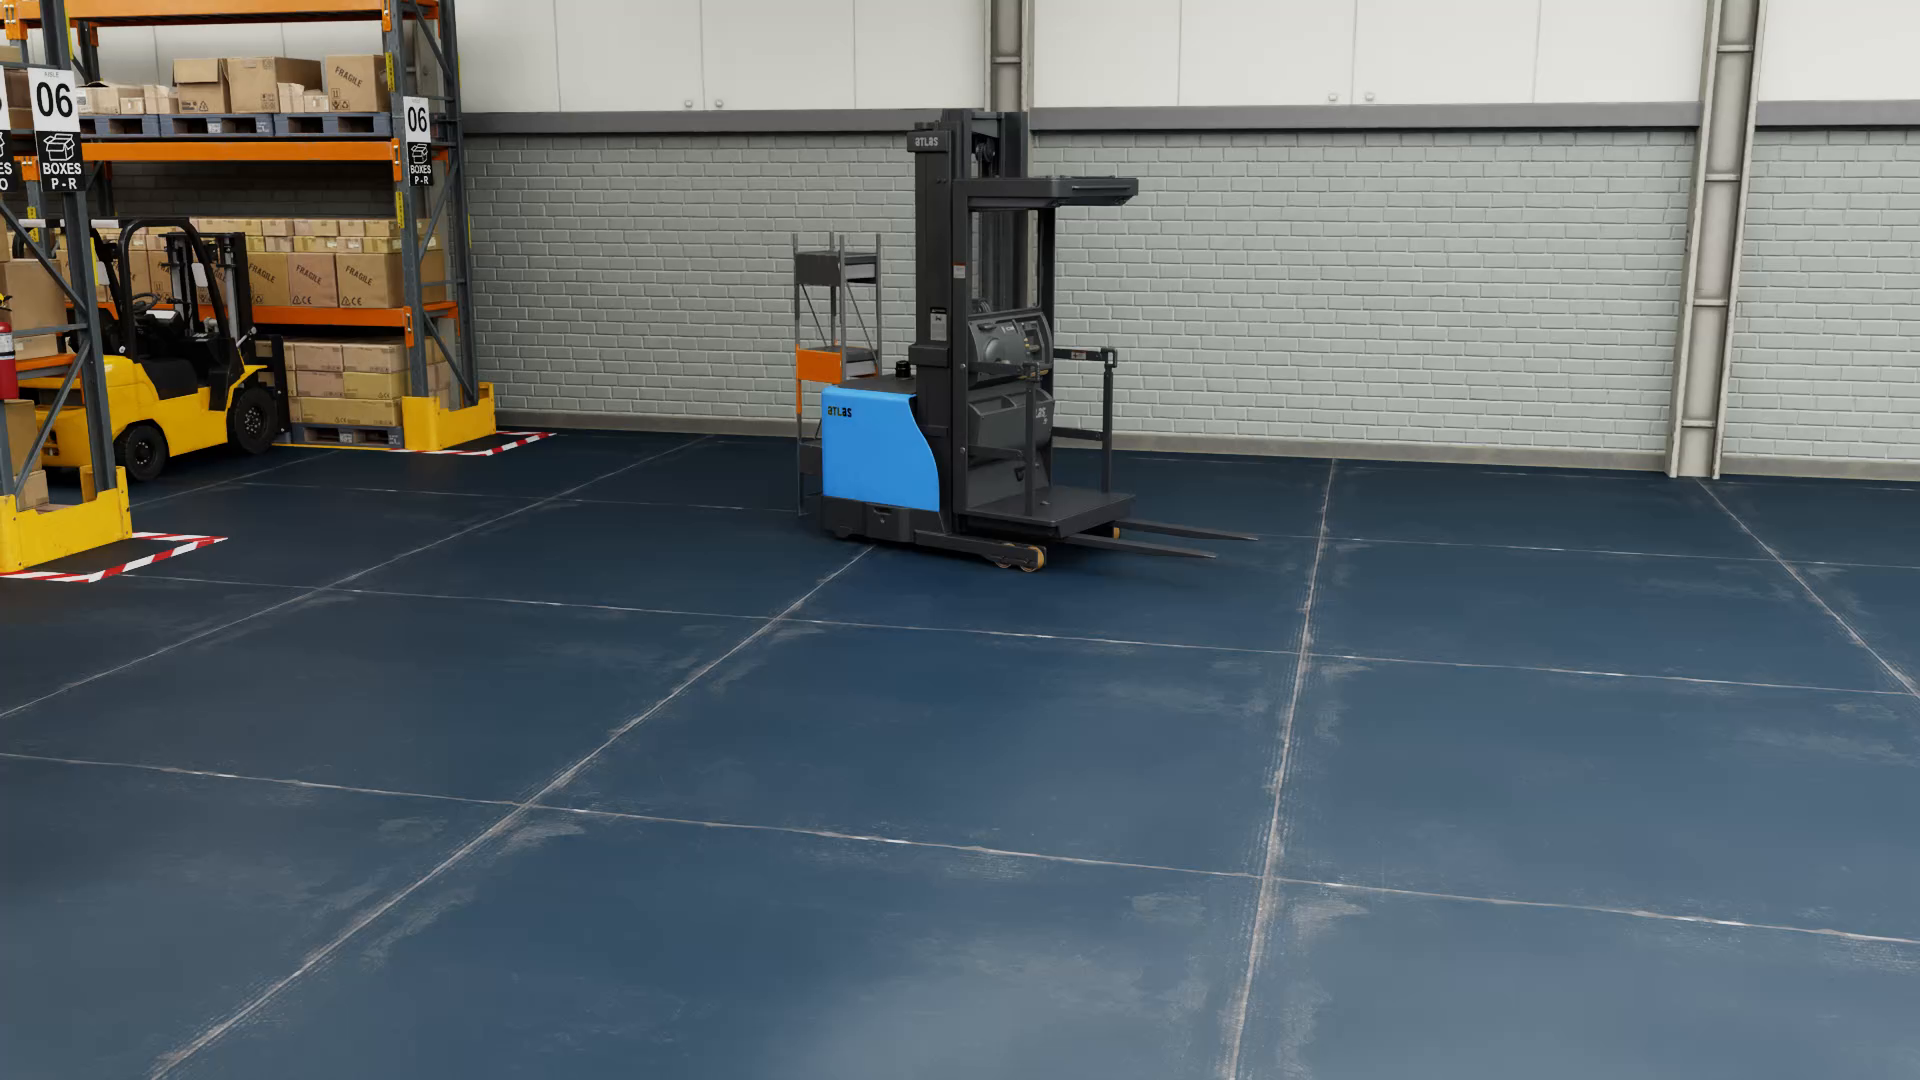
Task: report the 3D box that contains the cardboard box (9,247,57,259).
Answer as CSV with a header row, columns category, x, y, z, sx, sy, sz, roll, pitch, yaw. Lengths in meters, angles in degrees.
category,x,y,z,sx,sy,sz,roll,pitch,yaw
cardboard box,-9.344,-2.770,16.487,0.500,0.250,0.500,3,13,12

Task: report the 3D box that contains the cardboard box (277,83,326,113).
category,x,y,z,sx,sy,sz,roll,pitch,yaw
cardboard box,-6.046,-4.065,15.316,0.258,0.266,0.396,3,13,14

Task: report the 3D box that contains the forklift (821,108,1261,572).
category,x,y,z,sx,sy,sz,roll,pitch,yaw
forklift,0.516,-1.353,11.067,3.031,2.935,1.130,9,15,34

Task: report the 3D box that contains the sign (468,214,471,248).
category,x,y,z,sx,sy,sz,roll,pitch,yaw
sign,-4.784,-2.998,16.139,0.005,0.325,0.100,3,13,14

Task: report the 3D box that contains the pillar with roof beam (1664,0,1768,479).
category,x,y,z,sx,sy,sz,roll,pitch,yaw
pillar with roof beam,5.236,-4.047,9.197,0.400,9.000,9.100,3,13,14

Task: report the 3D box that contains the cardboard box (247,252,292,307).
category,x,y,z,sx,sy,sz,roll,pitch,yaw
cardboard box,-6.462,-2.495,15.822,0.500,0.500,0.500,3,13,12

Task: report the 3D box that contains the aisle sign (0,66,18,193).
category,x,y,z,sx,sy,sz,roll,pitch,yaw
aisle sign,-6.118,-2.581,10.441,0.004,0.787,0.394,3,13,14

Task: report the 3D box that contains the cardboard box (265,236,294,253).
category,x,y,z,sx,sy,sz,roll,pitch,yaw
cardboard box,-6.327,-2.797,15.688,0.250,0.149,0.380,3,13,12

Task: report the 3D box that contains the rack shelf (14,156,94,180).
category,x,y,z,sx,sy,sz,roll,pitch,yaw
rack shelf,-10.748,-3.845,16.874,4.000,0.370,1.077,3,13,14

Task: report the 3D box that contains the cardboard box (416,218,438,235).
category,x,y,z,sx,sy,sz,roll,pitch,yaw
cardboard box,-5.197,-2.993,15.885,0.250,0.149,0.380,3,13,12

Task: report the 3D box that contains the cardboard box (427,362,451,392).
category,x,y,z,sx,sy,sz,roll,pitch,yaw
cardboard box,-5.329,-1.595,16.222,0.500,0.250,0.500,3,13,15

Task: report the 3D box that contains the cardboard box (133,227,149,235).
category,x,y,z,sx,sy,sz,roll,pitch,yaw
cardboard box,-7.817,-3.019,15.999,0.250,0.149,0.380,3,13,15

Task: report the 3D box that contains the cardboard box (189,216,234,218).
category,x,y,z,sx,sy,sz,roll,pitch,yaw
cardboard box,-7.425,-3.135,16.525,0.250,0.149,0.380,3,13,13

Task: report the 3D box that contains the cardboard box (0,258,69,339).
category,x,y,z,sx,sy,sz,roll,pitch,yaw
cardboard box,-6.502,-1.653,11.342,0.500,0.500,0.500,3,13,13

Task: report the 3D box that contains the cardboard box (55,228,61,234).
category,x,y,z,sx,sy,sz,roll,pitch,yaw
cardboard box,-8.568,-3.060,16.184,0.250,0.149,0.380,3,13,15

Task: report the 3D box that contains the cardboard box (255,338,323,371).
category,x,y,z,sx,sy,sz,roll,pitch,yaw
cardboard box,-6.434,-1.779,15.896,0.500,0.250,0.500,3,13,14

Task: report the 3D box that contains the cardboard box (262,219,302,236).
category,x,y,z,sx,sy,sz,roll,pitch,yaw
cardboard box,-6.332,-2.938,15.636,0.250,0.149,0.380,3,13,15

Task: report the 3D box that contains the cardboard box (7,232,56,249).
category,x,y,z,sx,sy,sz,roll,pitch,yaw
cardboard box,-9.191,-2.964,16.441,0.250,0.149,0.380,4,13,15

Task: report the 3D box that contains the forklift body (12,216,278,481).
category,x,y,z,sx,sy,sz,roll,pitch,yaw
forklift body,-7.201,-1.721,14.523,1.214,2.155,2.313,3,13,14

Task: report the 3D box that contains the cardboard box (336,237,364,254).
category,x,y,z,sx,sy,sz,roll,pitch,yaw
cardboard box,-5.582,-2.752,15.483,0.250,0.149,0.380,3,13,14

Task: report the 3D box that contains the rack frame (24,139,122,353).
category,x,y,z,sx,sy,sz,roll,pitch,yaw
rack frame,-8.806,-2.628,16.653,0.127,3.000,1.000,3,13,14

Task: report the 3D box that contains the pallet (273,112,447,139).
category,x,y,z,sx,sy,sz,roll,pitch,yaw
pallet,-5.603,-3.884,15.592,1.213,0.211,1.003,3,13,14

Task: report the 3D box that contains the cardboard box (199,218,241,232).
category,x,y,z,sx,sy,sz,roll,pitch,yaw
cardboard box,-7.052,-3.000,15.916,0.250,0.149,0.380,3,13,14

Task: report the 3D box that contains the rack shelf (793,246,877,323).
category,x,y,z,sx,sy,sz,roll,pitch,yaw
rack shelf,-0.895,-1.871,12.150,0.480,0.518,0.431,11,17,41

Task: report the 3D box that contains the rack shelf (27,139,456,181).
category,x,y,z,sx,sy,sz,roll,pitch,yaw
rack shelf,-6.864,-3.637,15.938,4.000,0.370,1.077,3,13,14

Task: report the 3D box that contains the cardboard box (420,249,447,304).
category,x,y,z,sx,sy,sz,roll,pitch,yaw
cardboard box,-5.337,-2.553,16.085,0.500,0.500,0.500,3,13,15

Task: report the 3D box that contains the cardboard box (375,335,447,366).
category,x,y,z,sx,sy,sz,roll,pitch,yaw
cardboard box,-5.344,-1.836,16.153,0.500,0.250,0.500,3,13,13

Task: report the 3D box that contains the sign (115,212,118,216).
category,x,y,z,sx,sy,sz,roll,pitch,yaw
sign,-8.675,-3.206,17.077,0.005,0.325,0.100,3,13,14

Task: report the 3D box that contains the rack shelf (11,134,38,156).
category,x,y,z,sx,sy,sz,roll,pitch,yaw
rack shelf,-8.050,-2.593,11.232,4.000,0.370,1.077,3,13,14

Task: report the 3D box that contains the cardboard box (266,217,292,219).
category,x,y,z,sx,sy,sz,roll,pitch,yaw
cardboard box,-6.692,-3.080,16.274,0.250,0.149,0.380,3,13,14

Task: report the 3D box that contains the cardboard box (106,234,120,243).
category,x,y,z,sx,sy,sz,roll,pitch,yaw
cardboard box,-8.048,-2.901,16.154,0.250,0.149,0.380,3,13,13

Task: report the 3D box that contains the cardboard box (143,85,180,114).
category,x,y,z,sx,sy,sz,roll,pitch,yaw
cardboard box,-7.438,-4.140,15.651,0.258,0.266,0.396,3,13,12

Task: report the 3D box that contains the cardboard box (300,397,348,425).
category,x,y,z,sx,sy,sz,roll,pitch,yaw
cardboard box,-5.935,-1.269,15.905,0.500,0.250,0.500,3,13,14

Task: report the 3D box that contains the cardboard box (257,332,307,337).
category,x,y,z,sx,sy,sz,roll,pitch,yaw
cardboard box,-6.809,-1.917,16.520,0.500,0.250,0.500,3,13,12

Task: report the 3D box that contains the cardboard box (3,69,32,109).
category,x,y,z,sx,sy,sz,roll,pitch,yaw
cardboard box,-6.533,-2.995,11.041,0.500,0.250,0.500,3,13,13

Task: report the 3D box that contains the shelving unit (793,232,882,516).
category,x,y,z,sx,sy,sz,roll,pitch,yaw
shelving unit,-0.895,-1.201,12.299,0.503,2.100,0.431,11,17,41

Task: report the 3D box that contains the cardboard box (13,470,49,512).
category,x,y,z,sx,sy,sz,roll,pitch,yaw
cardboard box,-6.825,-0.339,11.715,0.500,0.250,0.500,3,13,13

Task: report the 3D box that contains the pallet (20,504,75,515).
category,x,y,z,sx,sy,sz,roll,pitch,yaw
pallet,-6.962,-0.068,11.555,1.213,0.211,1.003,3,13,14

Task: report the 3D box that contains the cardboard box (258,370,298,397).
category,x,y,z,sx,sy,sz,roll,pitch,yaw
cardboard box,-6.461,-1.537,15.961,0.500,0.250,0.500,3,13,12

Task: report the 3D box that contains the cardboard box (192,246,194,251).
category,x,y,z,sx,sy,sz,roll,pitch,yaw
cardboard box,-7.324,-2.849,15.921,0.250,0.149,0.380,3,13,12

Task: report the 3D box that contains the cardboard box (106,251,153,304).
category,x,y,z,sx,sy,sz,roll,pitch,yaw
cardboard box,-7.928,-2.575,16.185,0.500,0.500,0.500,3,13,15

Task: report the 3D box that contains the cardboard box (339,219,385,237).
category,x,y,z,sx,sy,sz,roll,pitch,yaw
cardboard box,-5.568,-2.911,15.516,0.250,0.149,0.380,3,13,14

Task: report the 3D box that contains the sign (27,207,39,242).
category,x,y,z,sx,sy,sz,roll,pitch,yaw
sign,-8.927,-3.040,16.019,0.005,0.325,0.100,3,13,14

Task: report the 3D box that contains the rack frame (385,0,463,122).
category,x,y,z,sx,sy,sz,roll,pitch,yaw
rack frame,-4.923,-5.349,15.067,0.127,3.000,1.000,3,13,14
